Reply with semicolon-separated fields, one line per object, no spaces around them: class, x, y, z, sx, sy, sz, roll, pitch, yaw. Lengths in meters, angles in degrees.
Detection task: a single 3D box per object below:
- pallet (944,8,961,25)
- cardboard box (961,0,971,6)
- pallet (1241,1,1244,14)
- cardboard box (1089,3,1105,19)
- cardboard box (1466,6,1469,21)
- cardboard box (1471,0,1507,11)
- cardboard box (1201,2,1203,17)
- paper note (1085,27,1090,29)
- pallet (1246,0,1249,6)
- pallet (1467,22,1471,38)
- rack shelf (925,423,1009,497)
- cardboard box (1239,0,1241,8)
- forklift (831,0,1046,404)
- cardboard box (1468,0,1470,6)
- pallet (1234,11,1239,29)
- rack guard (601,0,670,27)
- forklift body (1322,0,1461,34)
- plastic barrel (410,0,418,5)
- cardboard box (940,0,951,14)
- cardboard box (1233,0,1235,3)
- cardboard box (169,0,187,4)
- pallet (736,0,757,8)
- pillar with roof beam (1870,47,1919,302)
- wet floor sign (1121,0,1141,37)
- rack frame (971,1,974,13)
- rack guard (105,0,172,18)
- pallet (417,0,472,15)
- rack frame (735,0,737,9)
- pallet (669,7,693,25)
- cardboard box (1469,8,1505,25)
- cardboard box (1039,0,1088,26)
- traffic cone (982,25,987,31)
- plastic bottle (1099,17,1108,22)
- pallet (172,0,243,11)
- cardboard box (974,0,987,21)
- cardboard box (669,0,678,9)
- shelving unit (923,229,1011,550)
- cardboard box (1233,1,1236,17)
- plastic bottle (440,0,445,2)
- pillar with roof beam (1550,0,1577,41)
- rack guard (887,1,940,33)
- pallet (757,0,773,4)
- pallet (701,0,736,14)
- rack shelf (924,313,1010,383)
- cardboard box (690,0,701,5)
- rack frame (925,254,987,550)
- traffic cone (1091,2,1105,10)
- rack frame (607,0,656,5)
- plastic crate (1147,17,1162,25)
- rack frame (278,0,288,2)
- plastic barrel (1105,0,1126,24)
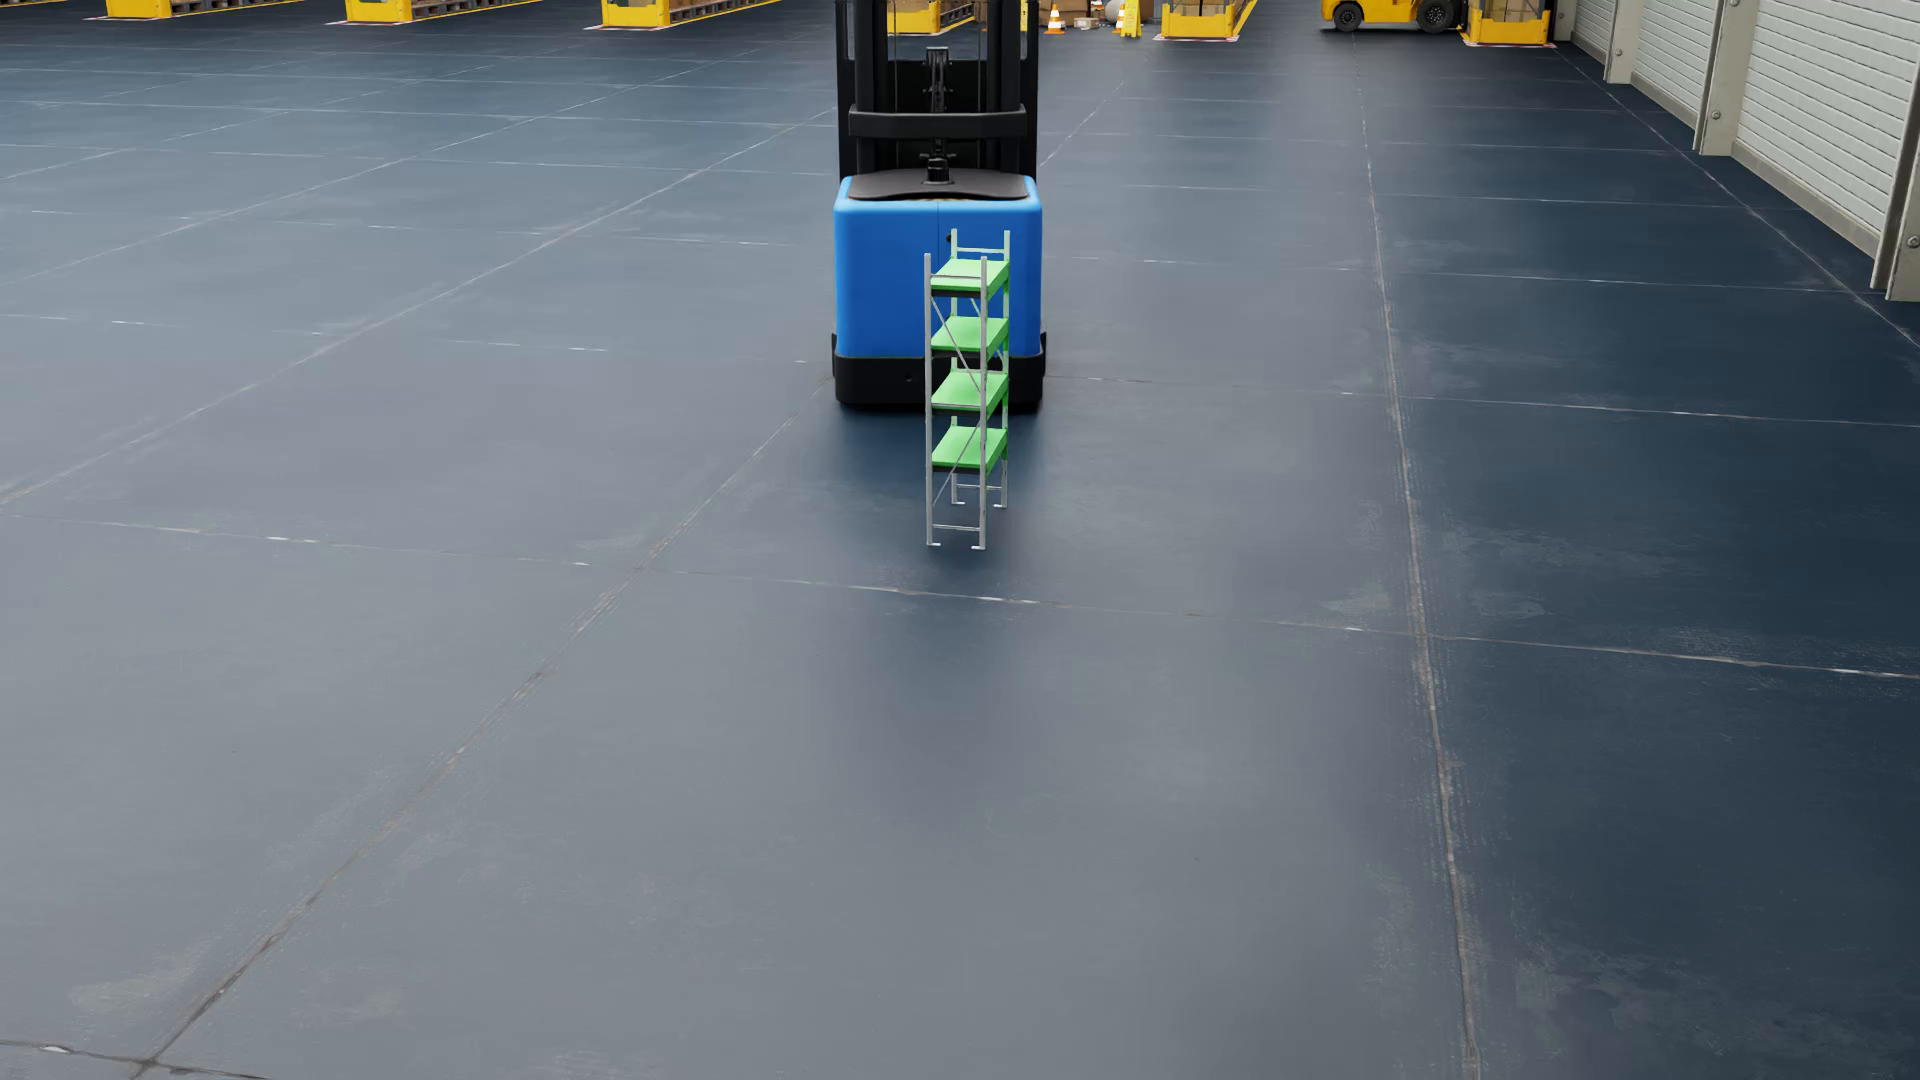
pallet;-0.595;-9.555;30.295;1.003;0.211;1.213;4;22;11
cardboard box;-0.313;-10.552;31.321;0.875;0.875;0.875;5;22;12
pallet;4.908;-10.219;31.944;1.003;0.211;1.213;4;22;11
cardboard box;2.483;-9.825;30.893;0.258;0.266;0.396;-11;25;-26
cardboard box;8.802;-8.866;27.971;0.500;0.250;0.500;5;22;11
cardboard box;8.587;-8.741;26.990;0.500;0.250;0.500;4;22;10
cardboard box;3.949;-9.189;28.772;0.500;0.250;0.500;5;22;11
paper note;2.178;-8.885;28.873;0.148;0.019;0.142;-3;22;-8
pallet;5.406;-11.111;34.160;1.003;0.211;1.213;4;22;11
pallet;8.909;-8.377;27.370;1.003;0.211;1.213;4;22;11
rack shelf;0.034;-0.335;6.893;0.258;0.148;0.480;4;22;11
cardboard box;4.893;-9.910;30.563;0.500;0.250;0.500;5;23;13
forklift;-0.125;-2.544;9.246;1.130;2.935;3.031;0;22;-1
cardboard box;8.785;-9.114;27.916;0.500;0.250;0.500;4;22;10
pallet;4.401;-9.238;29.509;1.003;0.211;1.213;4;22;11
rack guard;-5.752;-9.388;29.495;1.175;0.500;0.348;4;22;11
forklift body;7.395;-9.826;28.373;2.313;2.155;1.214;4;22;11
plastic barrel;-10.454;-10.368;31.350;0.421;0.512;0.421;0;22;0
cardboard box;-0.681;-9.889;29.675;0.875;0.875;0.875;4;22;10
cardboard box;4.476;-9.506;28.556;0.500;0.500;0.500;4;22;9
cardboard box;-15.137;-10.375;31.718;0.500;0.250;0.500;4;22;11
pallet;-4.794;-10.974;33.820;1.003;0.211;1.213;4;22;11
pillar with roof beam;1.931;-6.101;9.958;9.100;9.000;0.400;4;22;11
wet floor sign;2.848;-8.684;27.553;0.267;0.644;0.232;13;25;29
rack frame;-0.116;-11.568;31.561;1.000;3.000;0.127;4;22;11
rack guard;-15.469;-10.108;31.283;1.175;0.500;0.348;4;22;11
pallet;-10.225;-10.377;32.337;1.003;0.211;1.213;4;22;11
rack frame;-4.951;-11.983;32.591;1.000;3.000;0.127;4;22;11
pallet;-5.552;-9.549;30.280;1.003;0.211;1.213;4;22;11
cardboard box;8.581;-8.503;27.069;0.500;0.250;0.500;5;22;11
cardboard box;1.814;-9.442;29.624;0.797;0.503;0.637;-11;25;-26
traffic cone;0.566;-9.014;28.616;0.336;0.463;0.334;4;22;11
plastic bottle;2.651;-9.535;30.448;0.133;0.061;0.283;8;23;20
pallet;-15.098;-10.711;33.165;1.003;0.211;1.213;4;22;11
cardboard box;0.572;-9.763;30.423;0.500;0.500;0.500;8;23;20
cardboard box;-5.535;-10.004;30.461;0.500;0.500;0.500;11;24;25
shelving unit;0.034;-0.617;6.780;0.258;1.200;0.503;4;22;11
cardboard box;4.481;-9.144;28.661;0.500;0.250;0.500;5;23;13
plastic bottle;-9.941;-10.475;31.912;0.097;0.271;0.097;0;22;0
pillar with roof beam;5.604;-12.684;26.303;9.100;9.000;0.400;4;22;11
rack guard;-0.937;-8.937;28.374;1.175;0.500;0.348;4;22;11
pallet;-4.547;-11.422;34.931;1.003;0.211;1.213;4;22;11
pallet;-5.054;-10.441;32.496;1.003;0.211;1.213;4;22;11
rack shelf;0.034;-0.780;6.714;0.258;0.148;0.480;4;22;11
cardboard box;-5.231;-10.432;31.524;0.500;0.500;0.500;2;22;6
rack frame;-0.016;-0.528;6.558;0.240;1.200;0.015;4;22;11
traffic cone;2.713;-10.793;33.033;0.336;0.463;0.334;4;22;11
rack frame;-5.767;-10.520;28.959;1.000;3.000;0.127;4;22;11
plastic crate;3.627;-9.361;29.991;0.402;0.080;0.583;-3;22;-8
rack frame;-14.648;-12.739;34.470;1.000;3.000;0.127;4;22;11
plastic barrel;2.873;-9.440;29.727;0.421;0.421;0.512;-16;27;-35
